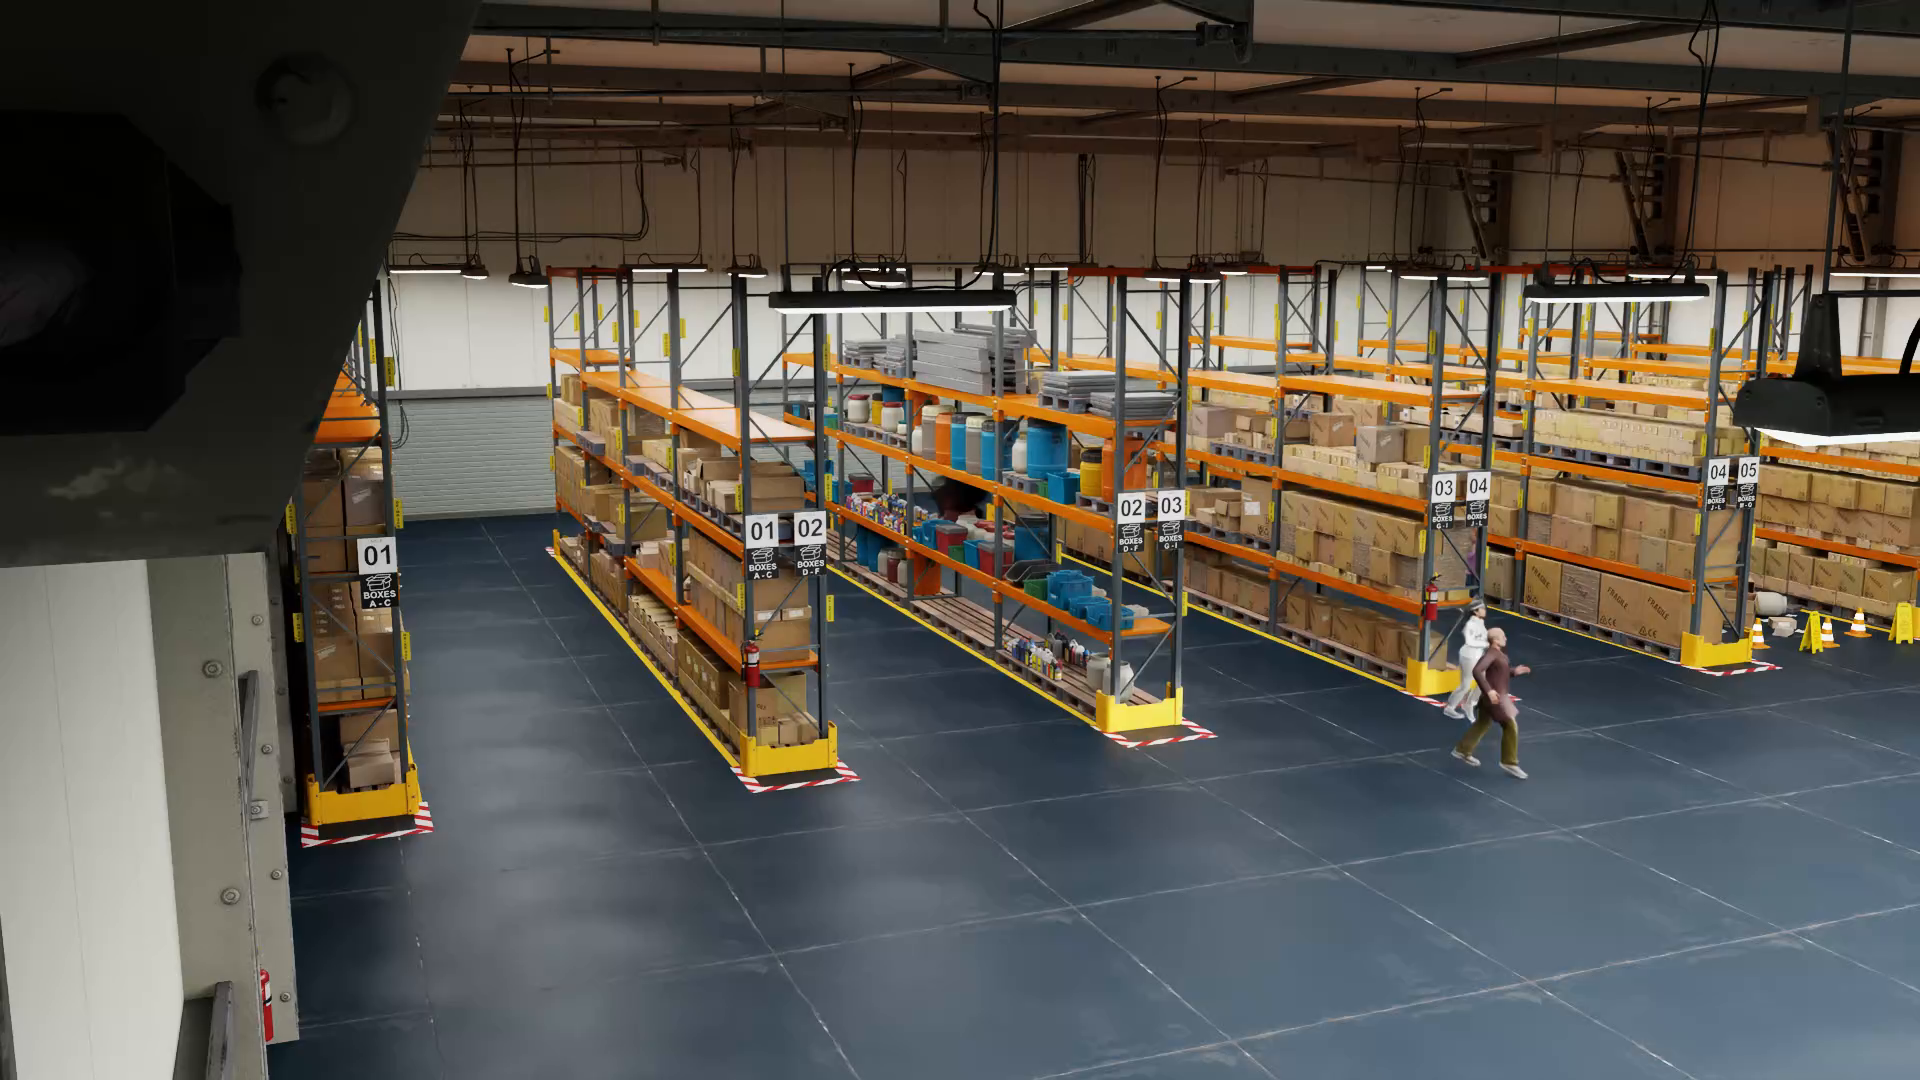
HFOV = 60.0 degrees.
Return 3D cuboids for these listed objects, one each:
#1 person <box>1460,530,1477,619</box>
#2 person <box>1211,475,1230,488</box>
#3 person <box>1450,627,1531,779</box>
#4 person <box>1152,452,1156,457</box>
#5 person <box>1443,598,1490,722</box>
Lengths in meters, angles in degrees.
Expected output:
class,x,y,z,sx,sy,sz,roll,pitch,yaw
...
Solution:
class,x,y,z,sx,sy,sz,roll,pitch,yaw
person,8.751,0.601,28.658,0.548,1.588,0.681,-4,11,-21
person,6.646,-1.734,41.936,0.611,1.597,0.575,-5,11,-26
person,6.472,1.962,20.223,0.898,1.836,0.680,2,10,11
person,4.575,-1.229,38.800,0.583,1.744,0.802,-3,10,-18
person,6.974,1.626,22.558,0.666,1.709,0.617,6,12,33
